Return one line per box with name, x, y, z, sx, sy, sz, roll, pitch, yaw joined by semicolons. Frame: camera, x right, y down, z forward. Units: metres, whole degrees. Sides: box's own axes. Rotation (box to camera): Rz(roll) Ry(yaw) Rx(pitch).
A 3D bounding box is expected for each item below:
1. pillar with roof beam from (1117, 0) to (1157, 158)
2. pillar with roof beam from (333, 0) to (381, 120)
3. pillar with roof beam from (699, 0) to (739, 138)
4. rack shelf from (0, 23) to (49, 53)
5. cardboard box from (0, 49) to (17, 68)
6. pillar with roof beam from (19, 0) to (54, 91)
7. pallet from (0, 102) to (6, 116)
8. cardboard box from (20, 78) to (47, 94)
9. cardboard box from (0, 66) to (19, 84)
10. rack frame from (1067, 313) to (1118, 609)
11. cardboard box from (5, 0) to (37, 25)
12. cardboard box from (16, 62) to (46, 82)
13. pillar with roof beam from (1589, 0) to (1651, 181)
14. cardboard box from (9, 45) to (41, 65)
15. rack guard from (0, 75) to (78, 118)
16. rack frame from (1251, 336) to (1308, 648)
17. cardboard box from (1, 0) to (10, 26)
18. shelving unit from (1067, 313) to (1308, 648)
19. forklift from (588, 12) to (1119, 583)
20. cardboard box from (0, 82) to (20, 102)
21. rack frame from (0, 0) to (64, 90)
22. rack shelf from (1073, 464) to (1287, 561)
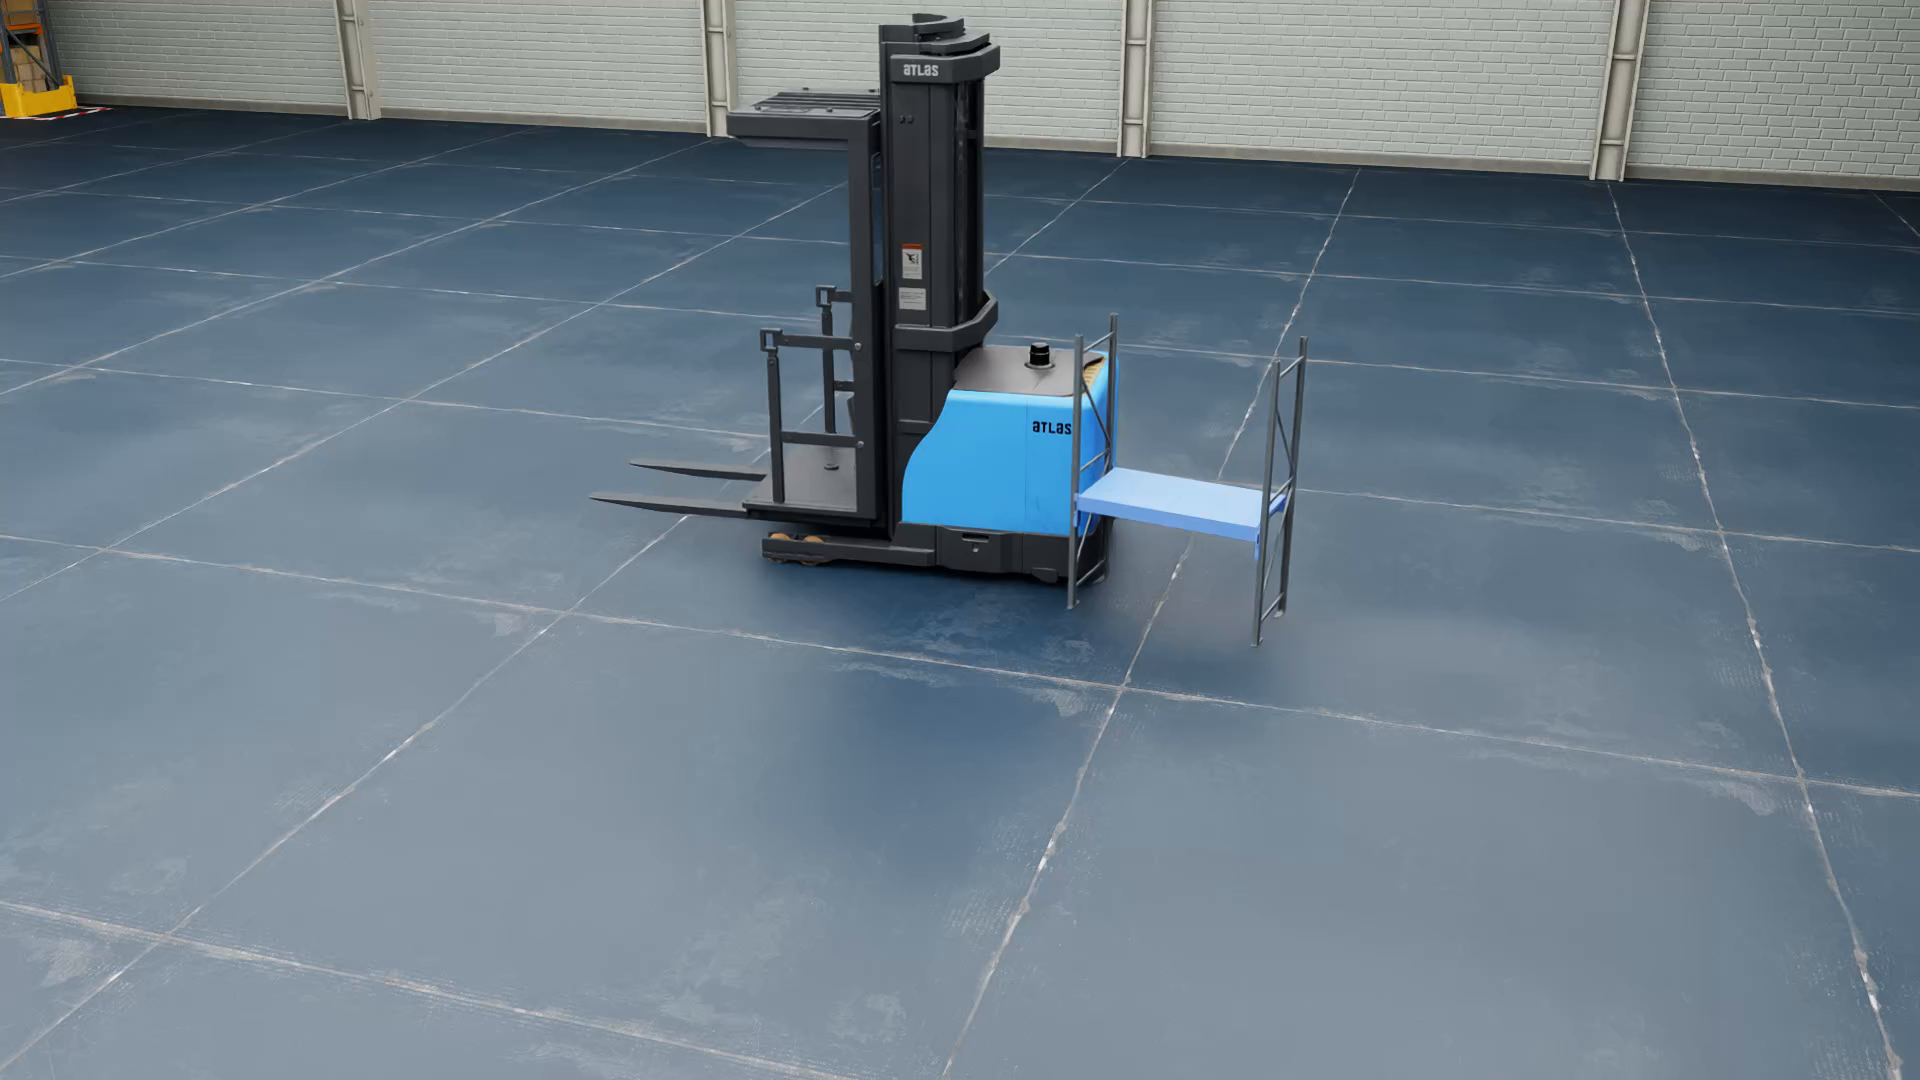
pillar with roof beam;1.093;-7.781;16.881;0.400;9.000;9.100;7;23;16
pillar with roof beam;-10.396;-9.096;20.088;0.400;9.000;9.100;7;23;16
pillar with roof beam;-4.651;-8.438;18.484;0.400;9.000;9.100;7;23;16
rack shelf;-16.405;-8.025;26.329;4.000;0.370;1.077;7;23;16
cardboard box;-15.021;-7.460;25.757;0.500;0.250;0.500;7;23;17
pillar with roof beam;-16.140;-9.754;21.691;0.400;9.000;9.100;7;23;16
pallet;-15.234;-6.917;26.355;1.213;0.211;1.003;7;23;16
cardboard box;-14.904;-7.186;26.405;0.500;0.250;0.500;7;23;16
cardboard box;-15.046;-7.232;25.859;0.500;0.250;0.500;6;23;15
rack frame;0.701;-0.411;8.795;0.032;1.500;0.500;11;25;25
cardboard box;-14.884;-8.340;26.018;0.500;0.500;0.500;7;23;17
cardboard box;-14.880;-7.419;26.315;0.500;0.250;0.500;7;23;16
pillar with roof beam;6.837;-7.123;15.277;0.400;9.000;9.100;7;23;16
cardboard box;-14.896;-7.645;26.207;0.500;0.250;0.500;6;23;15
rack guard;-14.467;-6.979;26.126;0.348;0.500;1.175;7;23;16
rack frame;1.606;-0.235;8.366;0.032;1.500;0.500;11;25;25
cardboard box;-15.037;-8.143;25.538;0.500;0.500;0.500;6;23;14
shelving unit;1.154;-0.323;8.580;1.048;1.500;0.538;11;25;25
forklift;-0.647;-1.398;9.315;3.031;2.935;1.130;5;23;12
cardboard box;-15.031;-6.997;25.946;0.500;0.250;0.500;7;23;16
rack frame;-14.490;-8.139;25.658;0.127;3.000;1.000;7;23;16
rack shelf;1.154;-0.156;8.649;1.000;0.185;0.538;11;25;25
